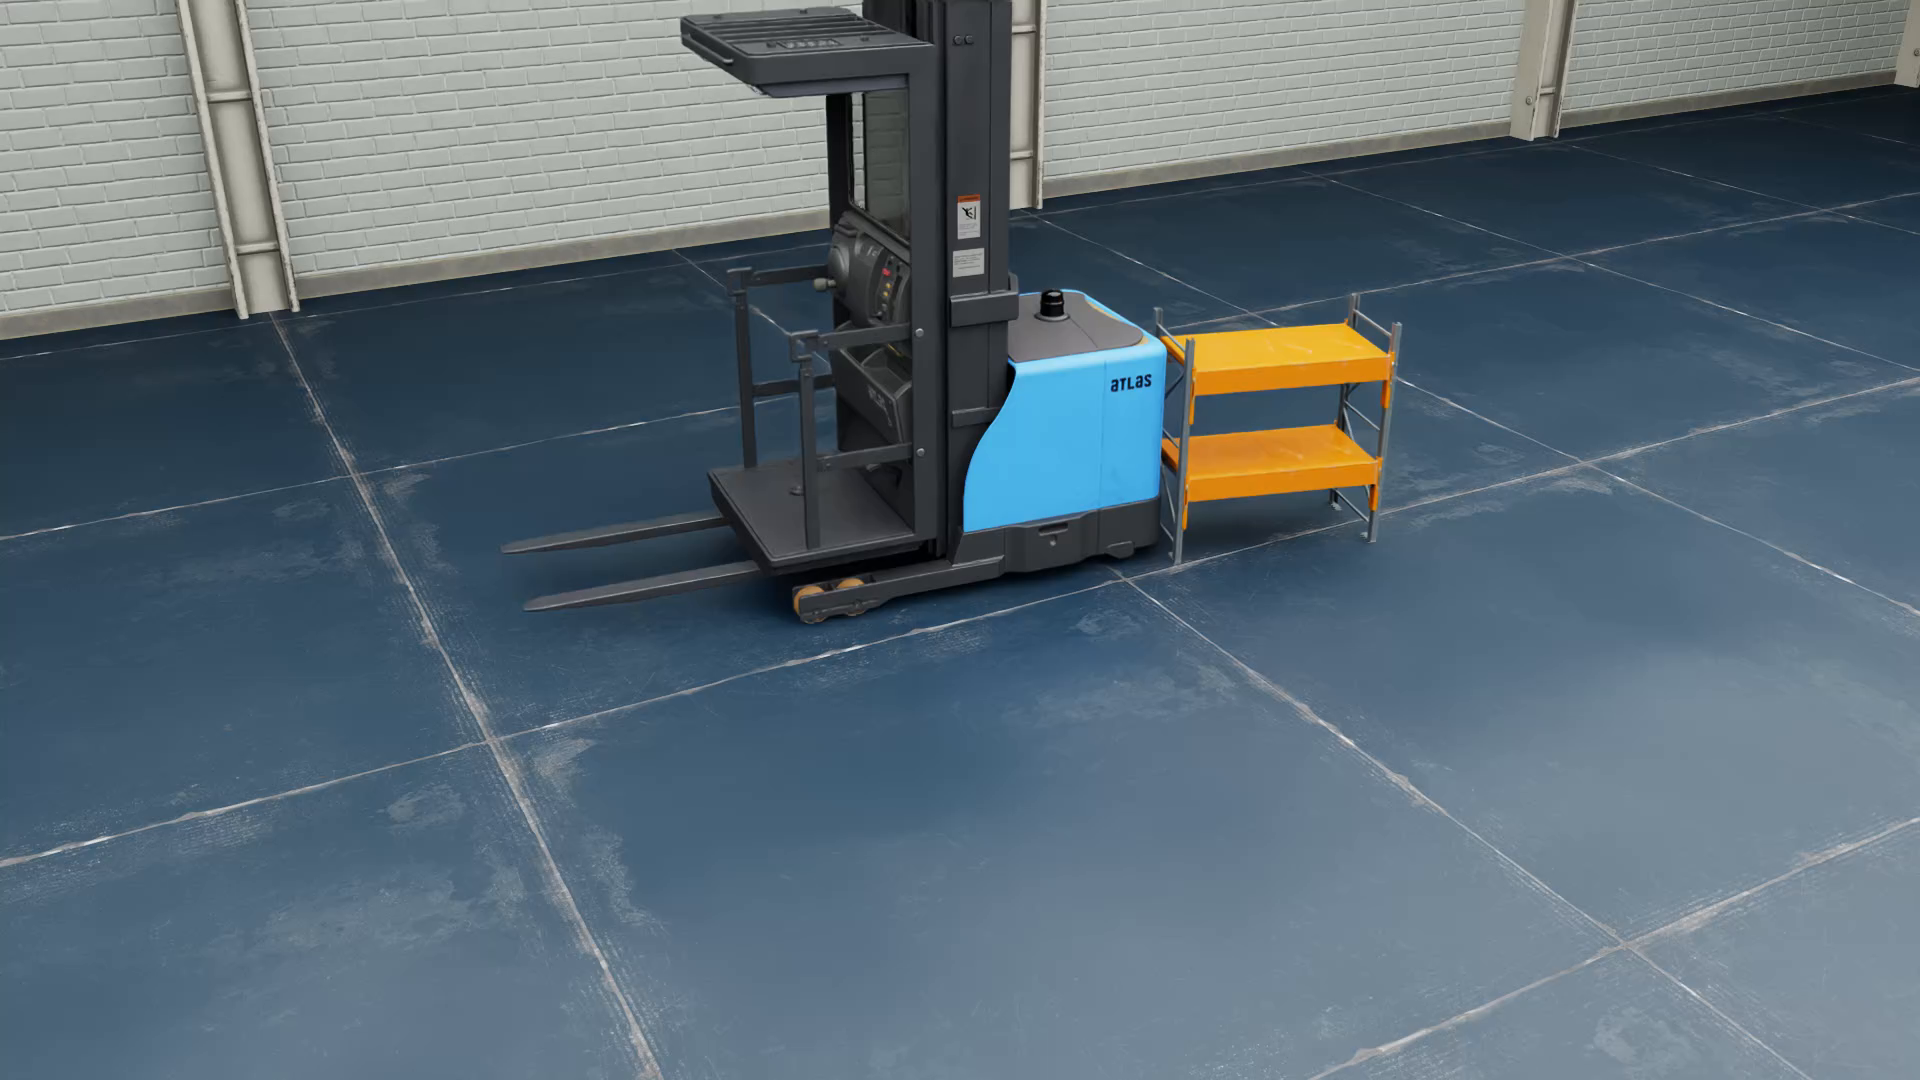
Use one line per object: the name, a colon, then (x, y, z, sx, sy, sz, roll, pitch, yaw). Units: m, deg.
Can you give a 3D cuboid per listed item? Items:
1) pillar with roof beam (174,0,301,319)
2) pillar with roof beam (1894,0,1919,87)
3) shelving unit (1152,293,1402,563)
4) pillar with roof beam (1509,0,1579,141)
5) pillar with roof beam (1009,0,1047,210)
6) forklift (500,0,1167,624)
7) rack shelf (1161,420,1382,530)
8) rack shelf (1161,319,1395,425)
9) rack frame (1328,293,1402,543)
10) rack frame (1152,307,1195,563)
pillar with roof beam: (-2.811, -4.027, 6.240, 0.400, 9.000, 9.100, -13, 29, -25)
pillar with roof beam: (13.071, -7.693, 13.875, 0.400, 9.000, 9.100, -13, 29, -25)
shelving unit: (1.494, -0.551, 8.098, 1.048, 1.125, 0.538, -6, 26, -12)
pillar with roof beam: (7.777, -6.471, 11.330, 0.400, 9.000, 9.100, -13, 29, -25)
pillar with roof beam: (2.483, -5.249, 8.785, 0.400, 9.000, 9.100, -13, 29, -25)
forklift: (-0.595, -1.204, 7.372, 3.031, 2.935, 1.130, -10, 27, -20)
rack shelf: (1.494, -0.331, 8.204, 1.000, 0.278, 0.538, -6, 26, -12)
rack shelf: (1.494, -0.815, 7.971, 1.000, 0.278, 0.538, -6, 26, -12)
rack frame: (1.989, -0.600, 8.200, 0.032, 1.125, 0.500, -6, 26, -12)
rack frame: (0.998, -0.502, 7.996, 0.032, 1.125, 0.500, -6, 26, -12)
